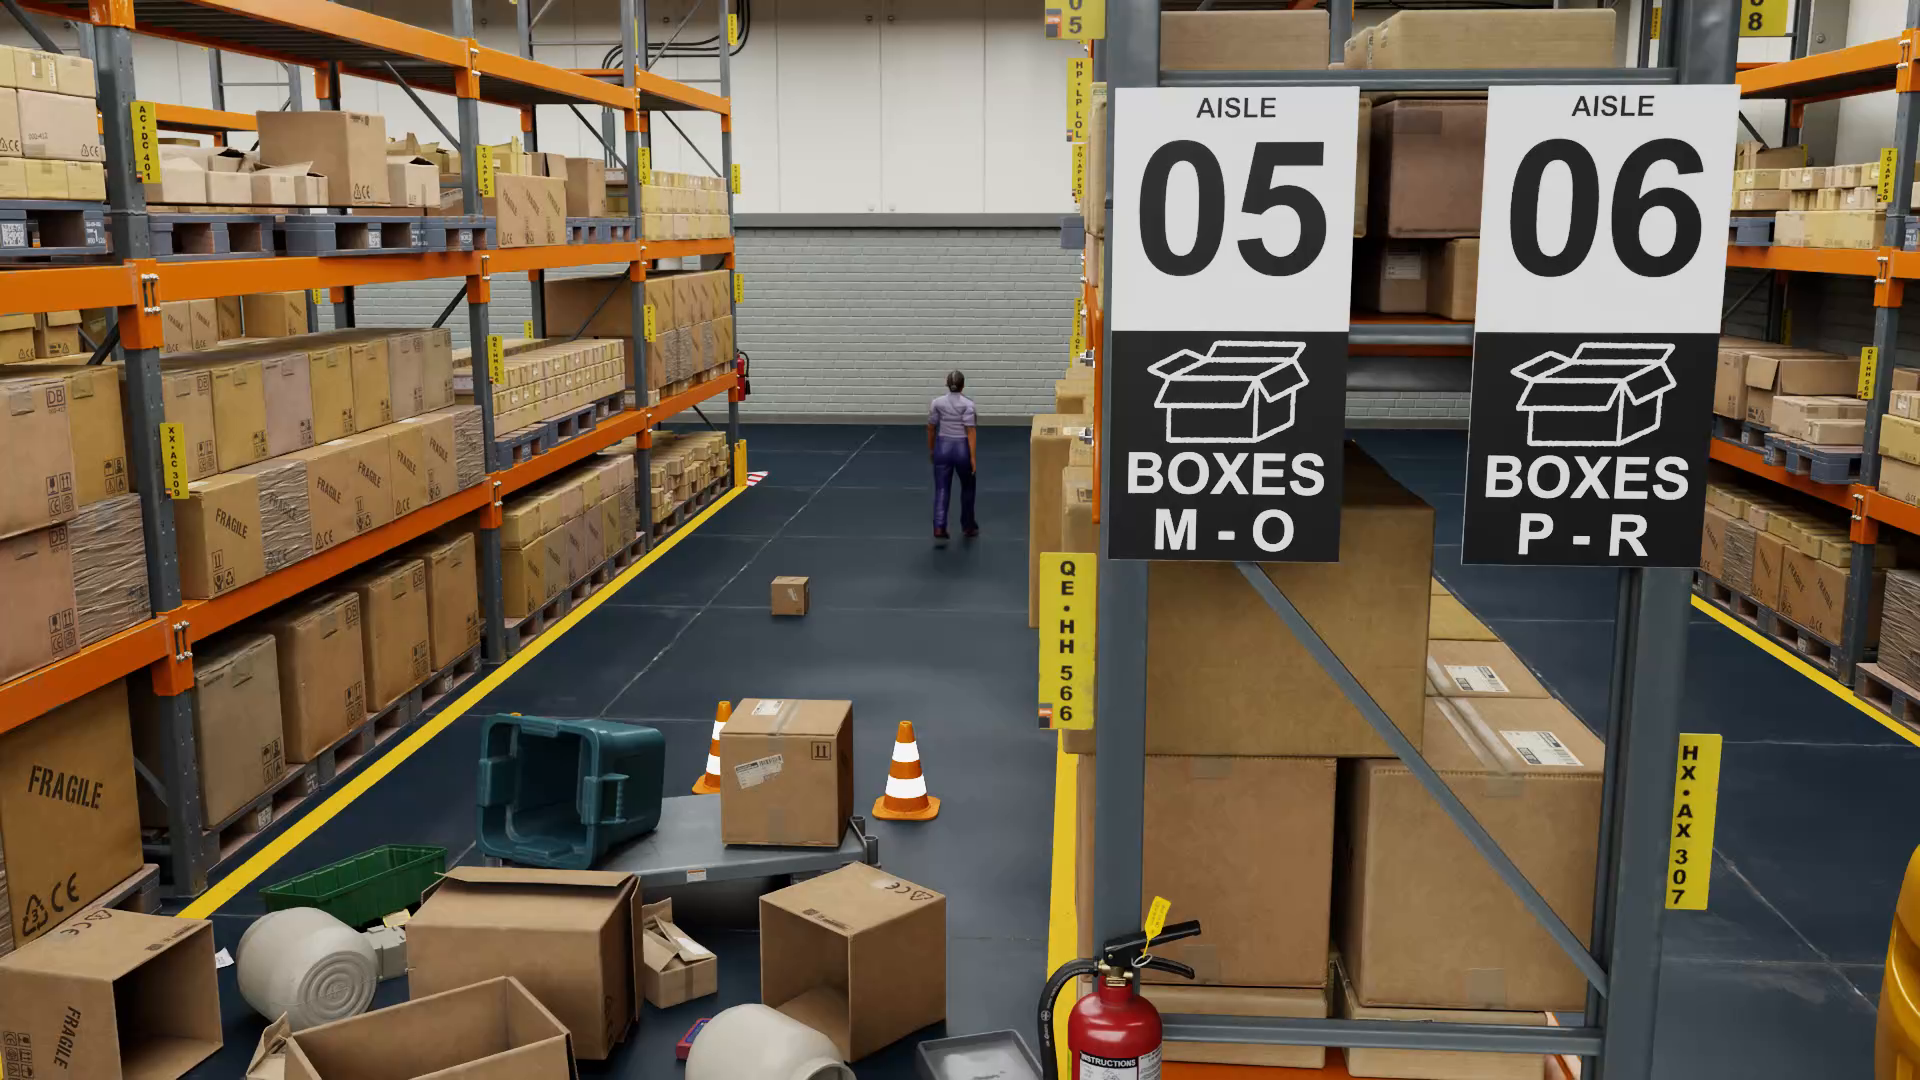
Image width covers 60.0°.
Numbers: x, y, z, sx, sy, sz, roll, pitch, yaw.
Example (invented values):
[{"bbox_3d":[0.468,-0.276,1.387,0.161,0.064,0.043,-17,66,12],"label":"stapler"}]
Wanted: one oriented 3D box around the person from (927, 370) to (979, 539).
[{"bbox_3d":[-0.070,-0.816,15.733,0.504,1.595,0.986,2,11,9],"label":"person"}]
